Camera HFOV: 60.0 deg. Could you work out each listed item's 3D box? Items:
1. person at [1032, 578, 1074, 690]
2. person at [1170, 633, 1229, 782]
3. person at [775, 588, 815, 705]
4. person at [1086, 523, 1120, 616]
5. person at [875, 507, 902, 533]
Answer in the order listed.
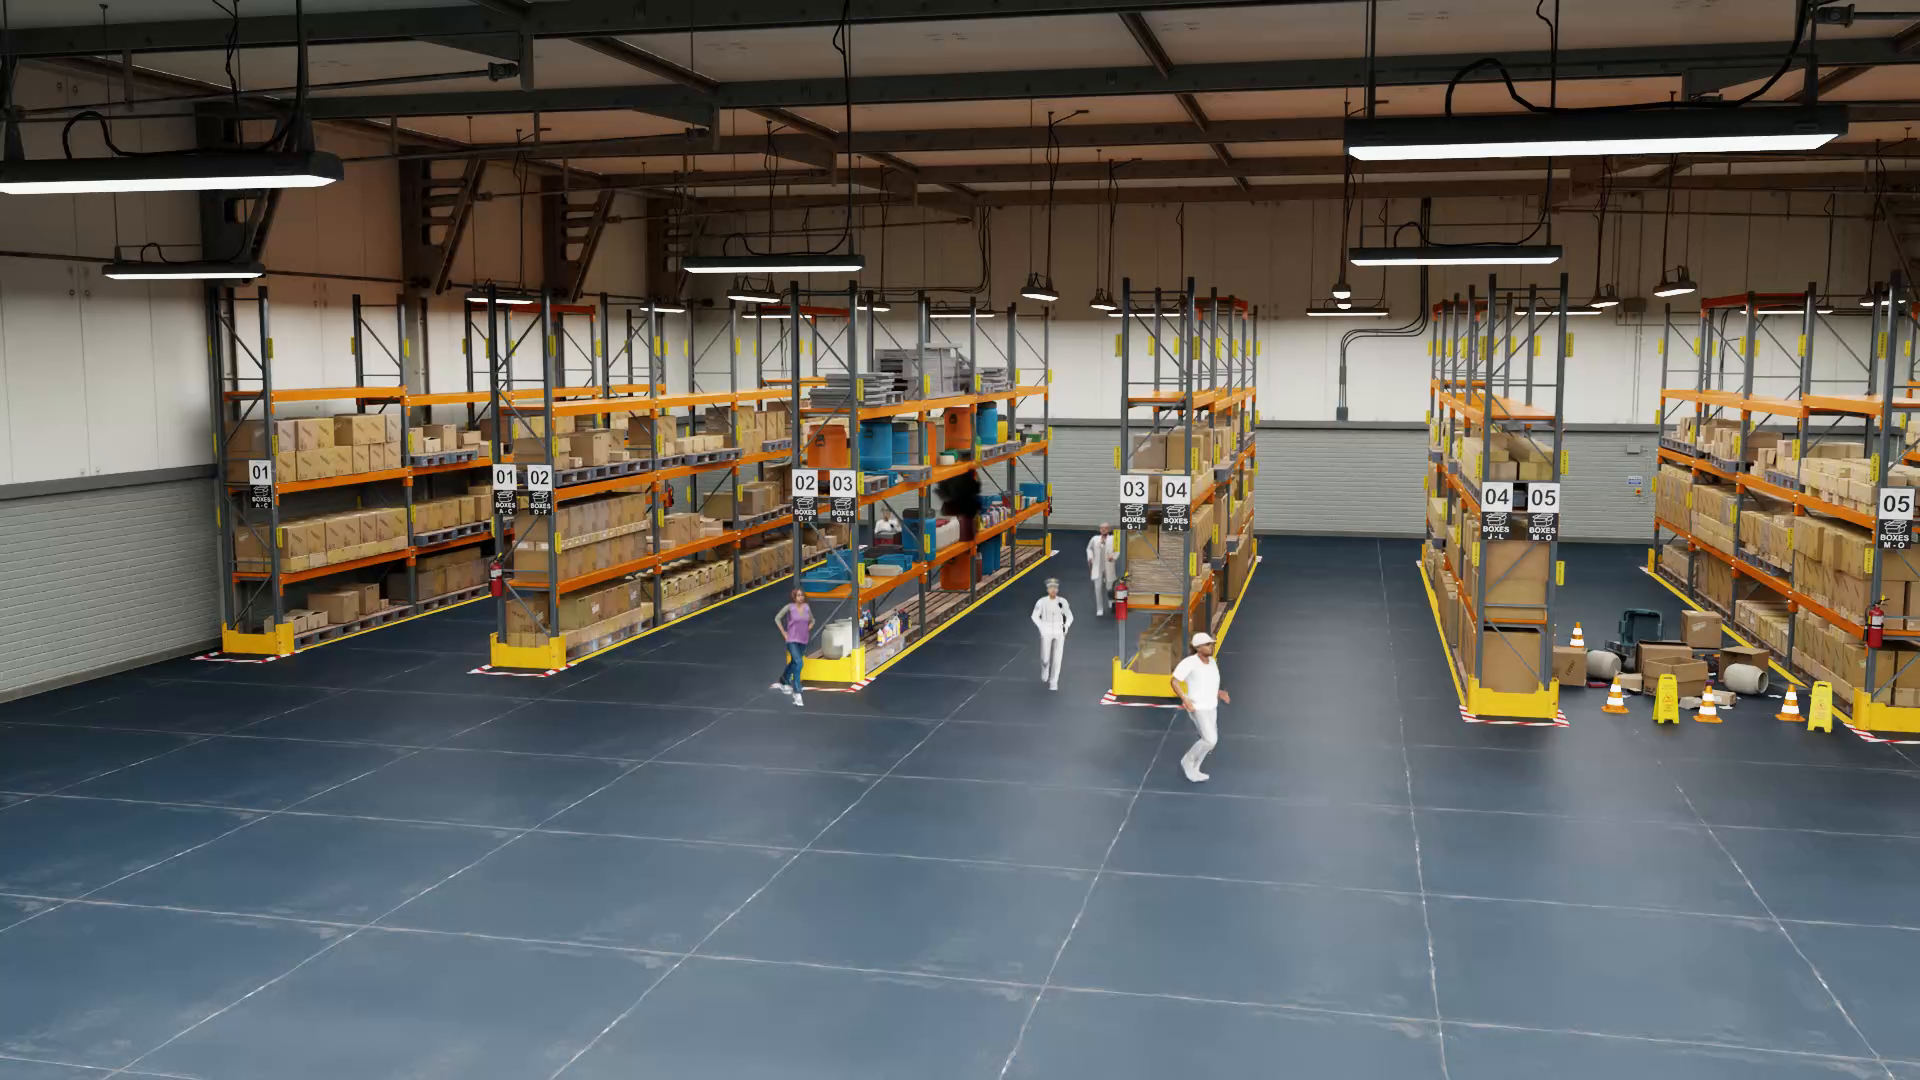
[{"bbox_3d":[1.369,1.374,24.499,0.615,1.647,0.576,0,7,0],"label":"person"},{"bbox_3d":[2.819,1.943,19.206,0.534,1.749,0.679,6,9,43],"label":"person"},{"bbox_3d":[-2.340,1.487,23.746,0.553,1.646,0.683,-5,8,-38],"label":"person"},{"bbox_3d":[2.710,0.539,31.345,0.719,1.743,0.884,2,7,14],"label":"person"},{"bbox_3d":[-1.538,0.131,35.177,0.600,1.681,0.892,1,7,5],"label":"person"}]
